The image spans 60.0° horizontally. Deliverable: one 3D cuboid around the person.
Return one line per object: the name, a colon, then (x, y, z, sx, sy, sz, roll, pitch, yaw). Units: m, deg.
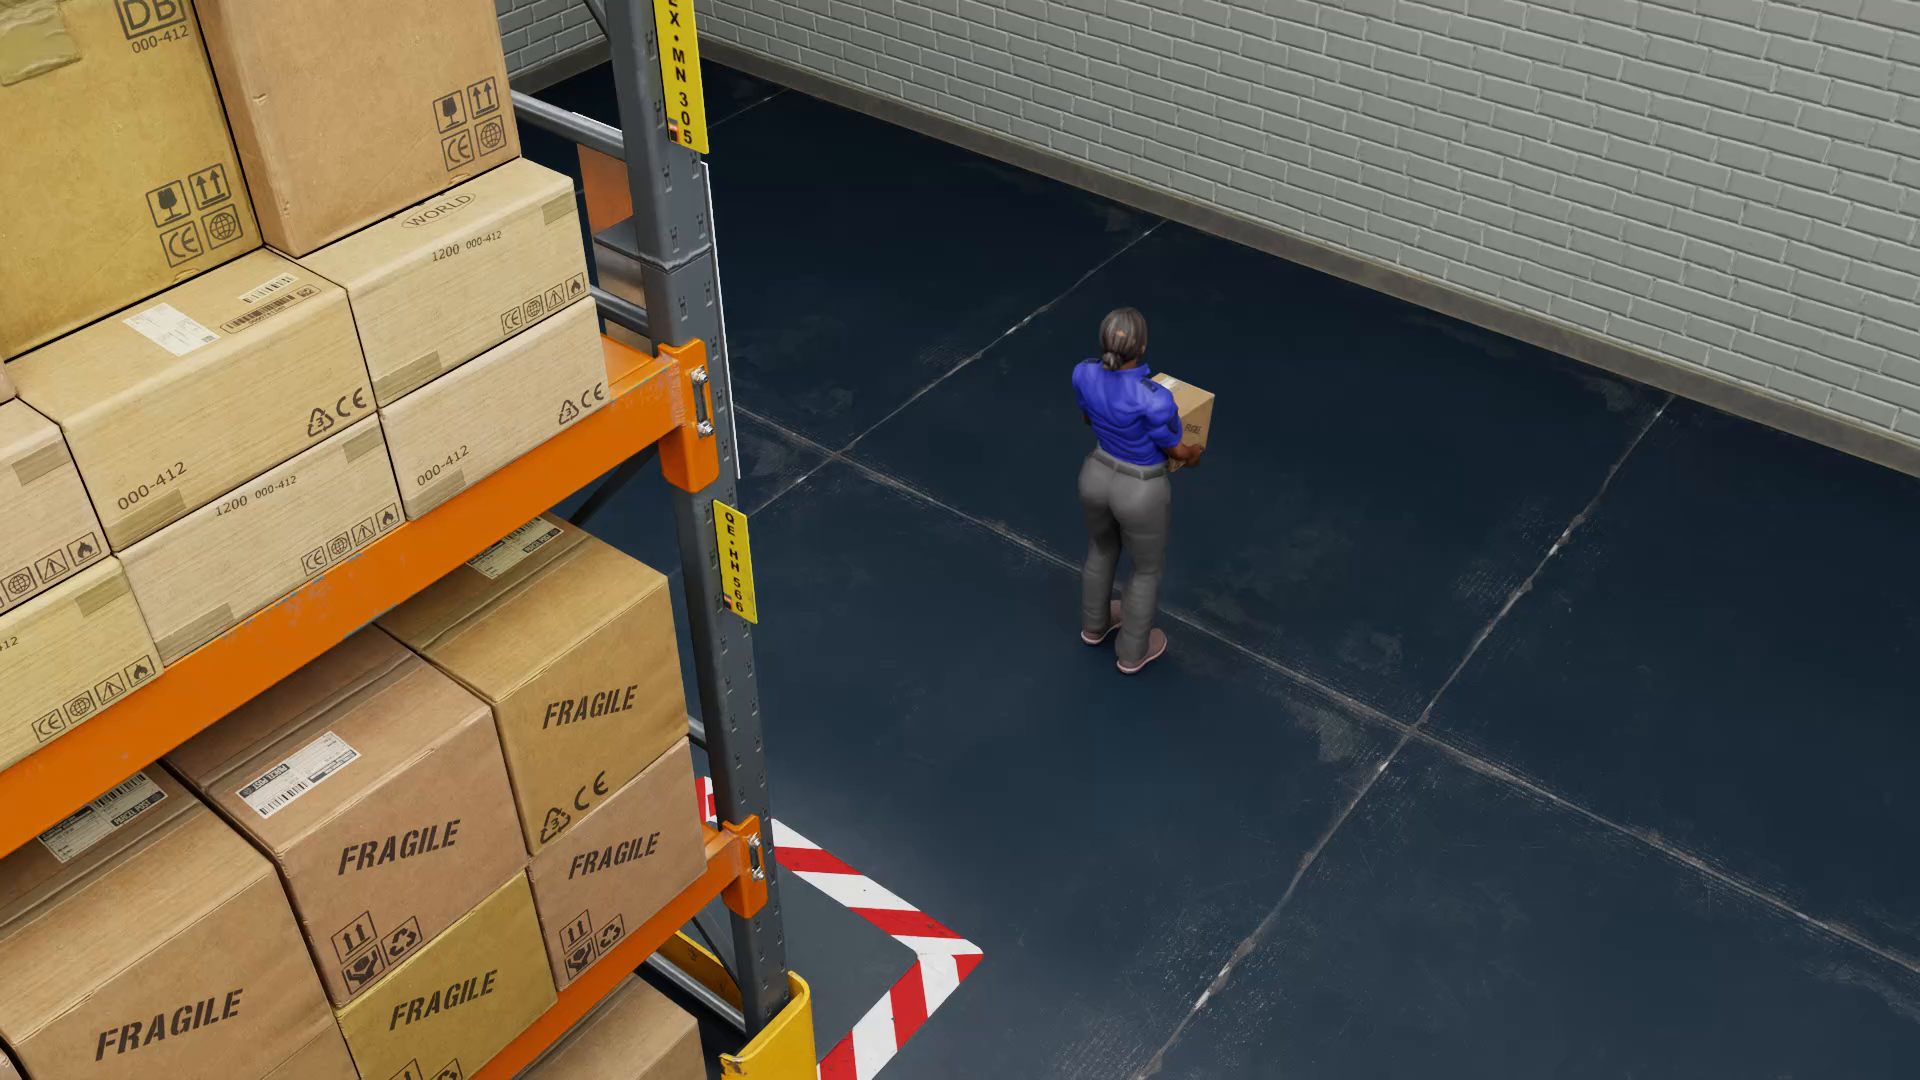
person: (0.683, -0.230, 6.449, 0.450, 1.647, 0.517, 27, 46, 29)
